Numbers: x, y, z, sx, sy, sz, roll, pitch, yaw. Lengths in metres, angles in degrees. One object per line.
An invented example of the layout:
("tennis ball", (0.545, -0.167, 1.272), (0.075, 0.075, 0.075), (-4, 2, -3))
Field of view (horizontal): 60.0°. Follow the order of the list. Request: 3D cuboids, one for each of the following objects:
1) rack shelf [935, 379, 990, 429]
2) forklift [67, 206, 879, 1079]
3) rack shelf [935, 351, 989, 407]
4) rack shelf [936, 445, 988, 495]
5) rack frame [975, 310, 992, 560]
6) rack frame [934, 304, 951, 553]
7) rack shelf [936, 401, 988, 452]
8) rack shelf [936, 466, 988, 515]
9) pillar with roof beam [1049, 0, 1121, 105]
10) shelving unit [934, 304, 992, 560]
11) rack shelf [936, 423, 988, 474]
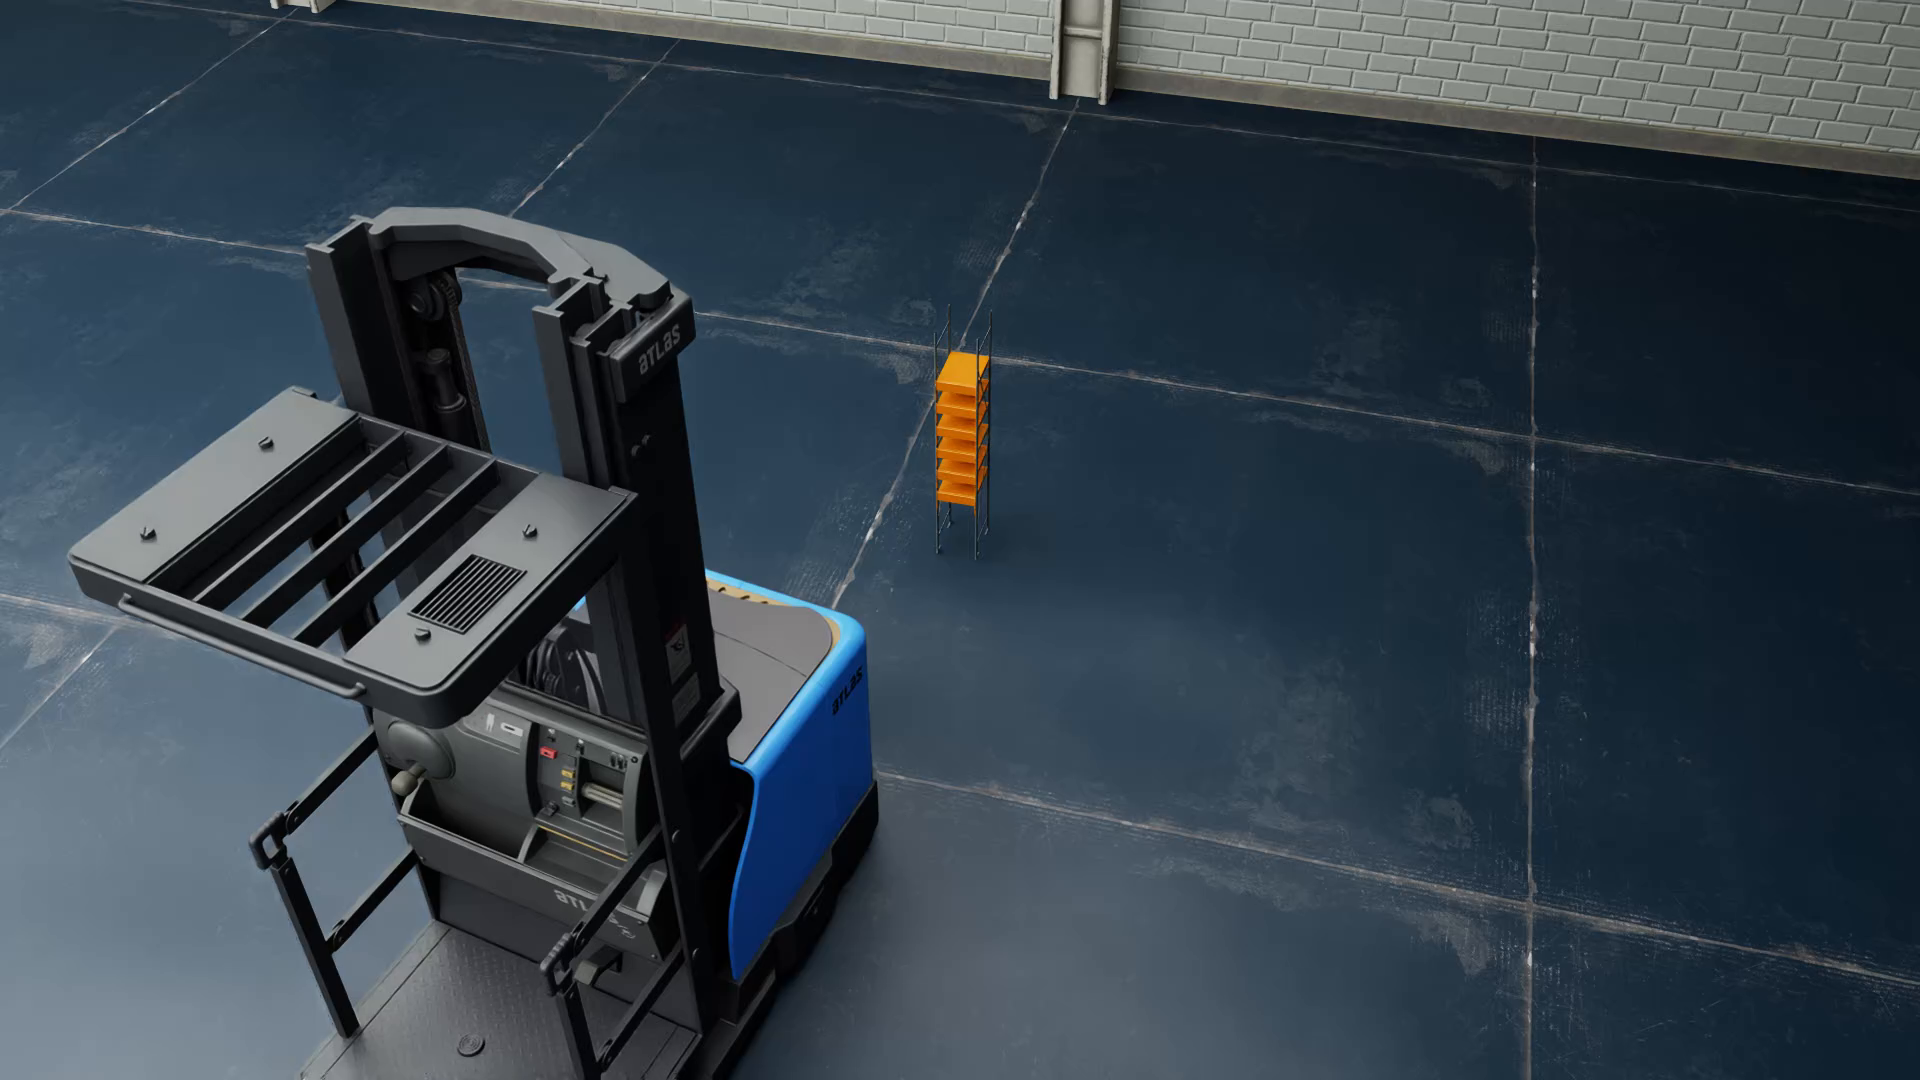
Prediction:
("rack shelf", (0.014, -0.607, 7.236), (0.180, 0.103, 0.258), (10, 41, 11))
("forklift", (-1.395, 0.704, 4.633), (1.130, 2.935, 3.031), (17, 43, 19))
("rack shelf", (0.014, -0.699, 7.158), (0.180, 0.103, 0.258), (10, 41, 11))
("rack shelf", (0.014, -0.331, 7.467), (0.180, 0.103, 0.258), (10, 41, 11))
("rack frame", (0.102, -0.442, 7.343), (0.006, 1.200, 0.240), (10, 41, 11))
("rack frame", (-0.074, -0.472, 7.379), (0.006, 1.200, 0.240), (10, 41, 11))
("rack shelf", (0.014, -0.515, 7.313), (0.180, 0.103, 0.258), (10, 41, 11))
("rack shelf", (0.014, -0.239, 7.544), (0.180, 0.103, 0.258), (10, 41, 11))
("pillar with roof beam", (-0.273, -3.845, 5.331), (0.400, 9.000, 9.100), (10, 41, 11))
("shelving unit", (0.014, -0.457, 7.361), (0.189, 1.200, 0.258), (10, 41, 11))
("rack shelf", (0.014, -0.423, 7.390), (0.180, 0.103, 0.258), (10, 41, 11))
